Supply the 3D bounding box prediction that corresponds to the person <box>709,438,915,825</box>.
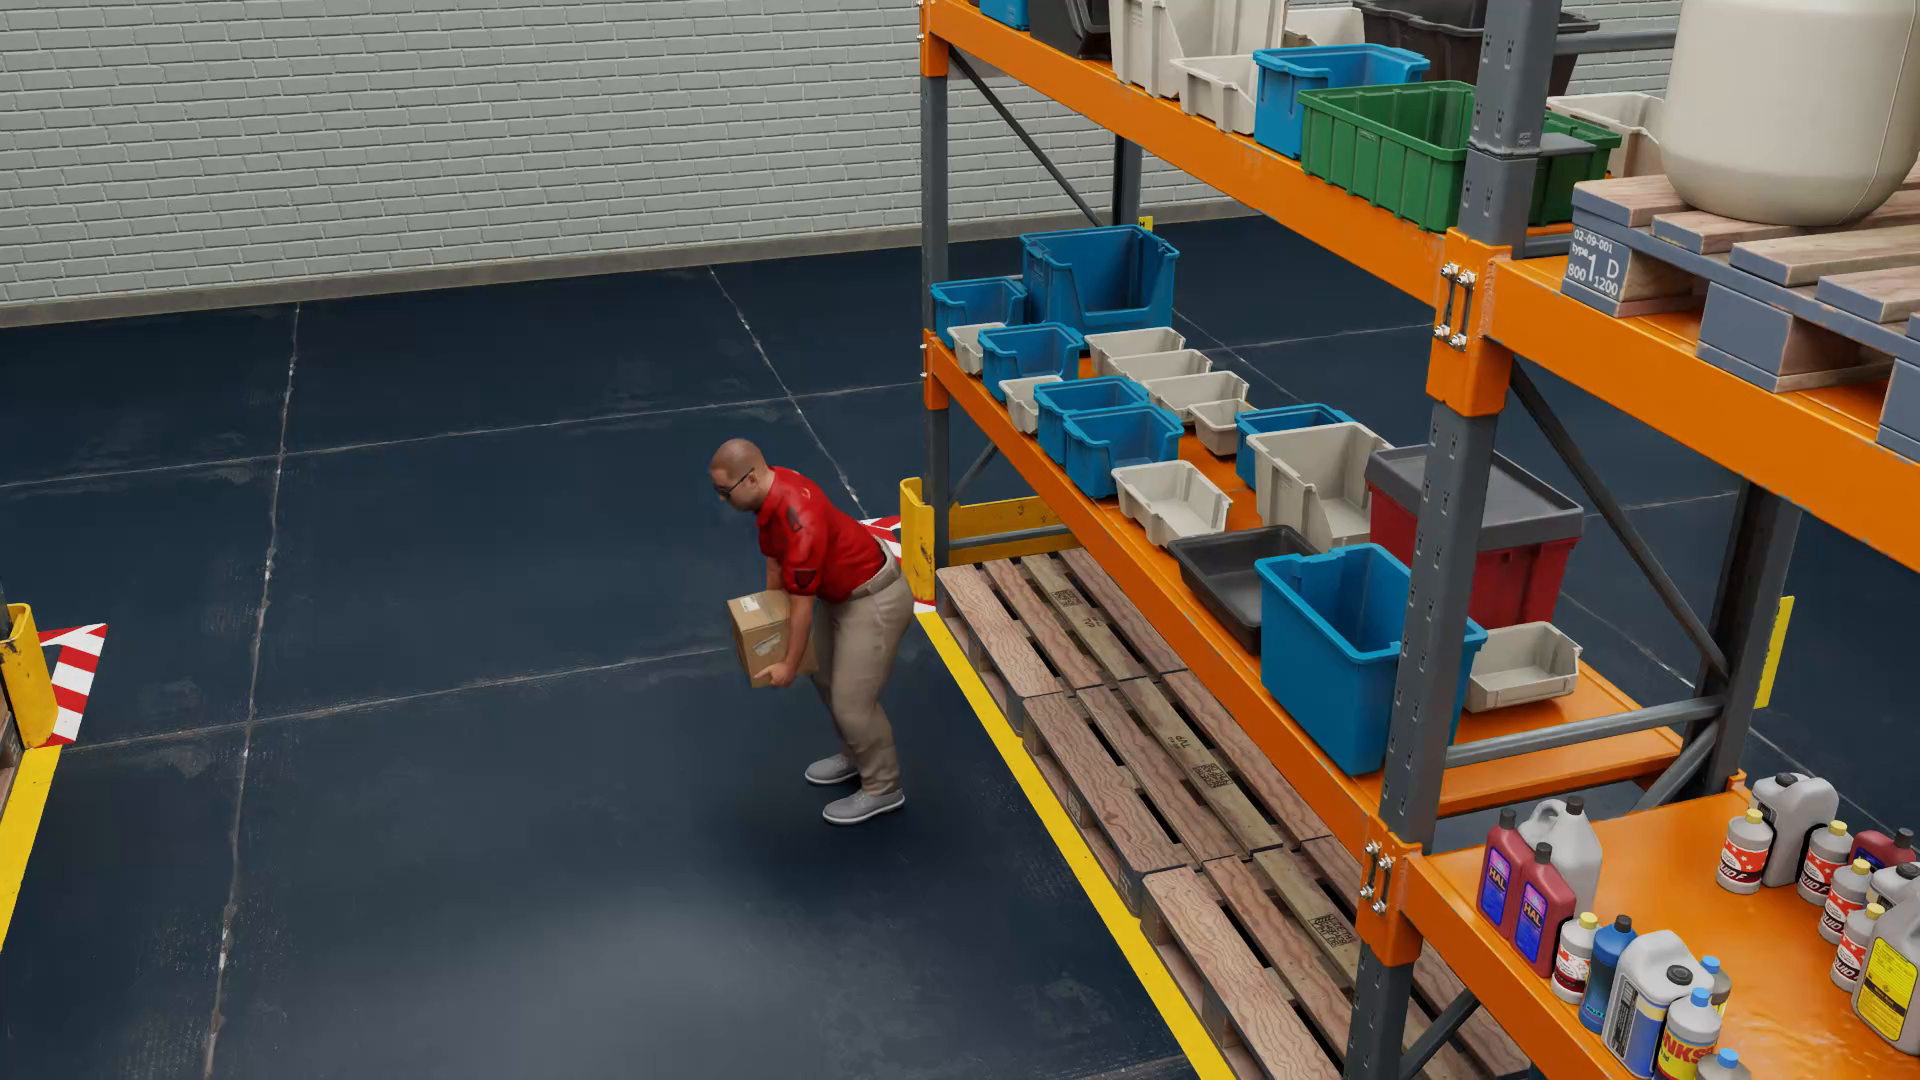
[{"bbox_3d":[-0.533,0.318,6.179,0.718,1.567,0.478,-9,27,-17],"label":"person"}]
